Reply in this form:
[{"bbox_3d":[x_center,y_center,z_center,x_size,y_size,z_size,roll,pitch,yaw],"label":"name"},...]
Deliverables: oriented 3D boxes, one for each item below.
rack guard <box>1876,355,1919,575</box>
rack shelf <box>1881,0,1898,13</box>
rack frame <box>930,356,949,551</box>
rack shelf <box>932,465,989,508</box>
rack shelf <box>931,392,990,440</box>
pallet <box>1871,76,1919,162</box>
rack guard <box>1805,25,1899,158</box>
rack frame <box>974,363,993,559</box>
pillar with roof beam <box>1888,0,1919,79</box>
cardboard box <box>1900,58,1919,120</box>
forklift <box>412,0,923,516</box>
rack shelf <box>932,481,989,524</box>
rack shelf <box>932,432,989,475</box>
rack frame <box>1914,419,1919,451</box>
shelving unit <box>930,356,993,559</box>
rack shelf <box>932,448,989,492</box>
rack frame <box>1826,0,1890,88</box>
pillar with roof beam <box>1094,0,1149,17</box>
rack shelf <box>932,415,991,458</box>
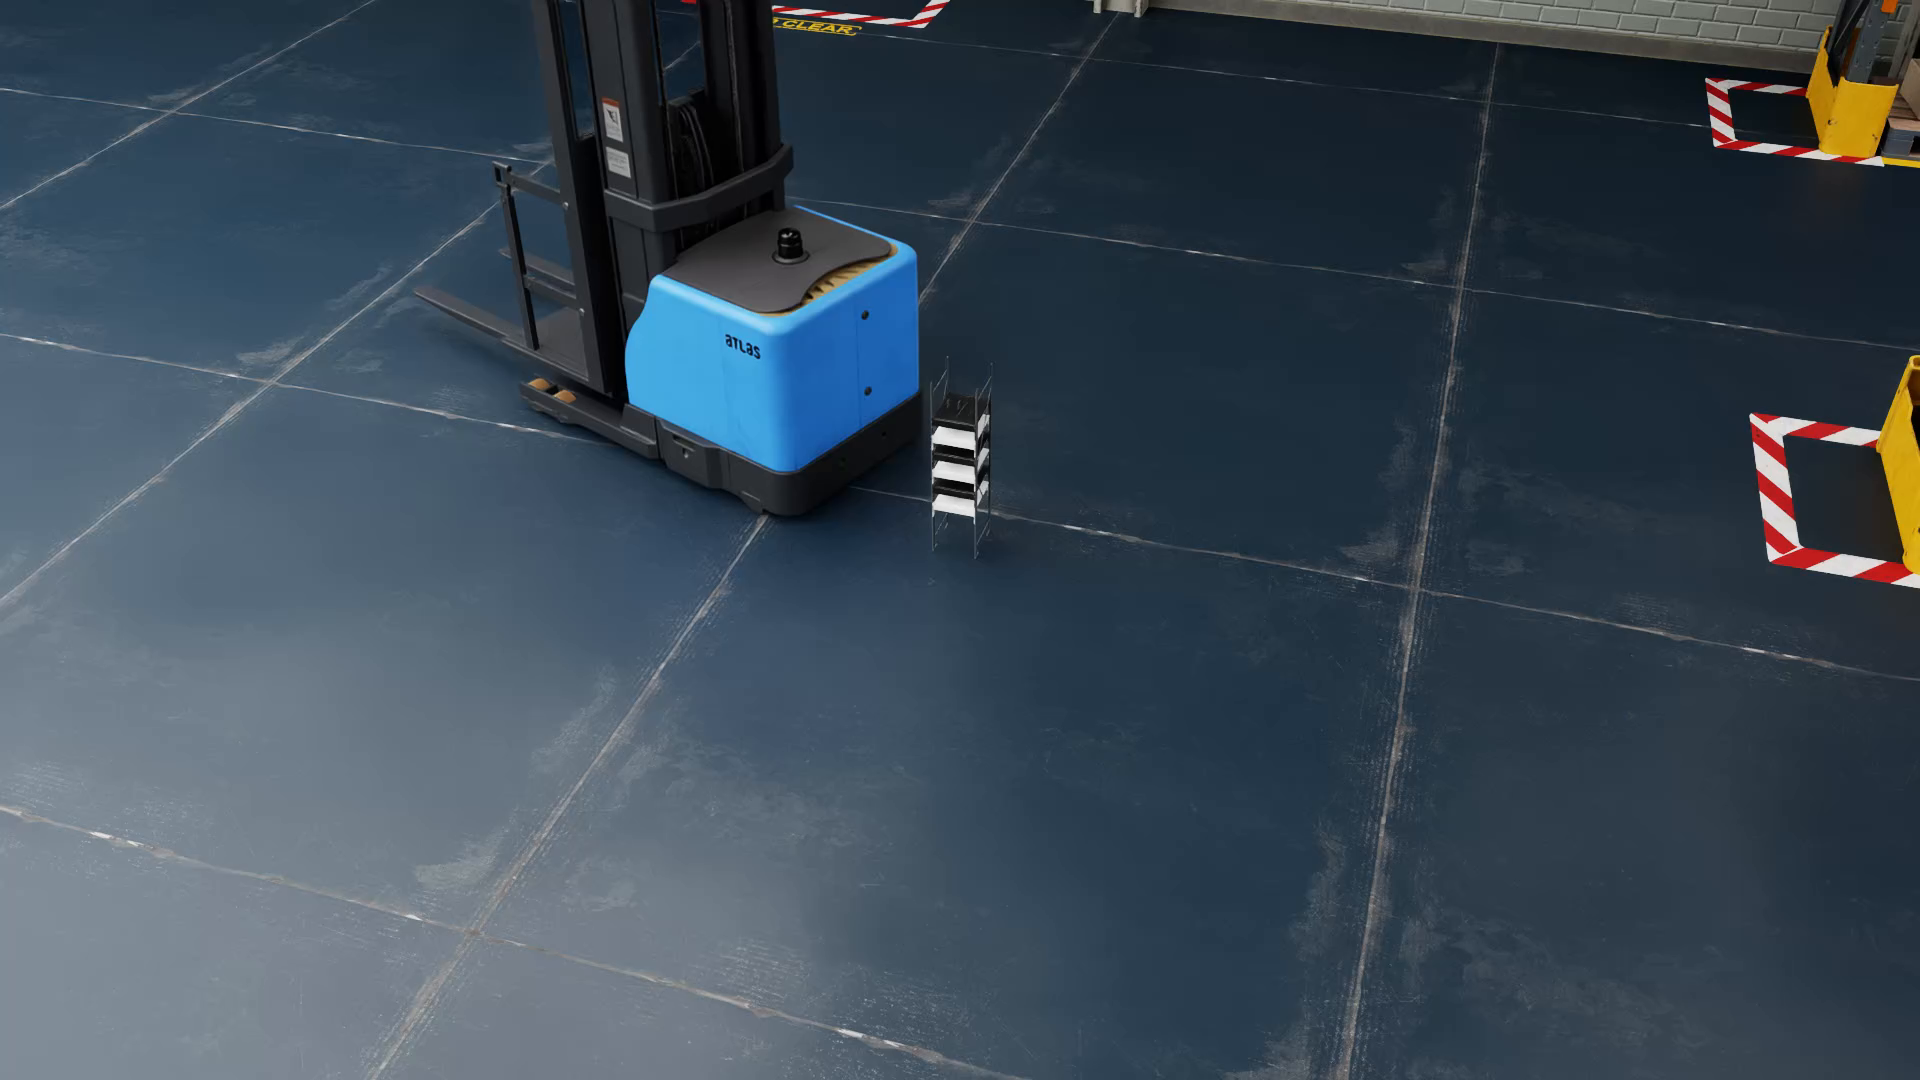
[{"bbox_3d":[4.633,-0.351,7.805,0.348,0.500,1.175,10,38,14],"label":"rack guard"},{"bbox_3d":[8.039,-3.513,10.600,4.000,0.370,1.077,10,38,14],"label":"rack shelf"},{"bbox_3d":[-0.089,-0.379,7.506,0.006,0.900,0.240,10,38,14],"label":"rack frame"},{"bbox_3d":[0.008,-0.262,7.554,0.200,0.077,0.258,10,38,14],"label":"rack shelf"},{"bbox_3d":[0.008,-0.552,7.341,0.200,0.077,0.258,10,38,14],"label":"rack shelf"},{"bbox_3d":[6.967,-2.857,11.453,1.213,0.211,1.003,10,38,14],"label":"pallet"},{"bbox_3d":[6.202,-3.136,11.590,0.348,0.500,1.175,10,38,14],"label":"rack guard"},{"bbox_3d":[0.105,-0.343,7.457,0.006,0.900,0.240,10,38,14],"label":"rack frame"},{"bbox_3d":[5.772,-4.503,6.276,0.400,9.000,9.100,10,38,14],"label":"pillar with roof beam"},{"bbox_3d":[6.763,-3.078,11.298,0.500,0.311,0.500,6,37,9],"label":"cardboard box"},{"bbox_3d":[-1.660,-2.003,7.999,3.031,2.935,1.130,25,43,30],"label":"forklift"},{"bbox_3d":[0.008,-0.189,7.608,0.200,0.077,0.258,10,38,14],"label":"rack shelf"},{"bbox_3d":[0.008,-0.407,7.448,0.200,0.077,0.258,10,38,14],"label":"rack shelf"},{"bbox_3d":[4.656,-1.353,7.058,0.127,3.000,1.000,10,38,14],"label":"rack frame"},{"bbox_3d":[0.008,-0.361,7.481,0.210,0.900,0.258,10,38,14],"label":"shelving unit"},{"bbox_3d":[0.008,-0.334,7.501,0.200,0.077,0.258,10,38,14],"label":"rack shelf"},{"bbox_3d":[6.130,-4.157,10.867,0.127,3.000,1.000,10,38,14],"label":"rack frame"},{"bbox_3d":[0.045,-5.563,7.717,0.400,9.000,9.100,10,38,14],"label":"pillar with roof beam"},{"bbox_3d":[0.008,-0.479,7.394,0.200,0.077,0.258,10,38,14],"label":"rack shelf"}]
